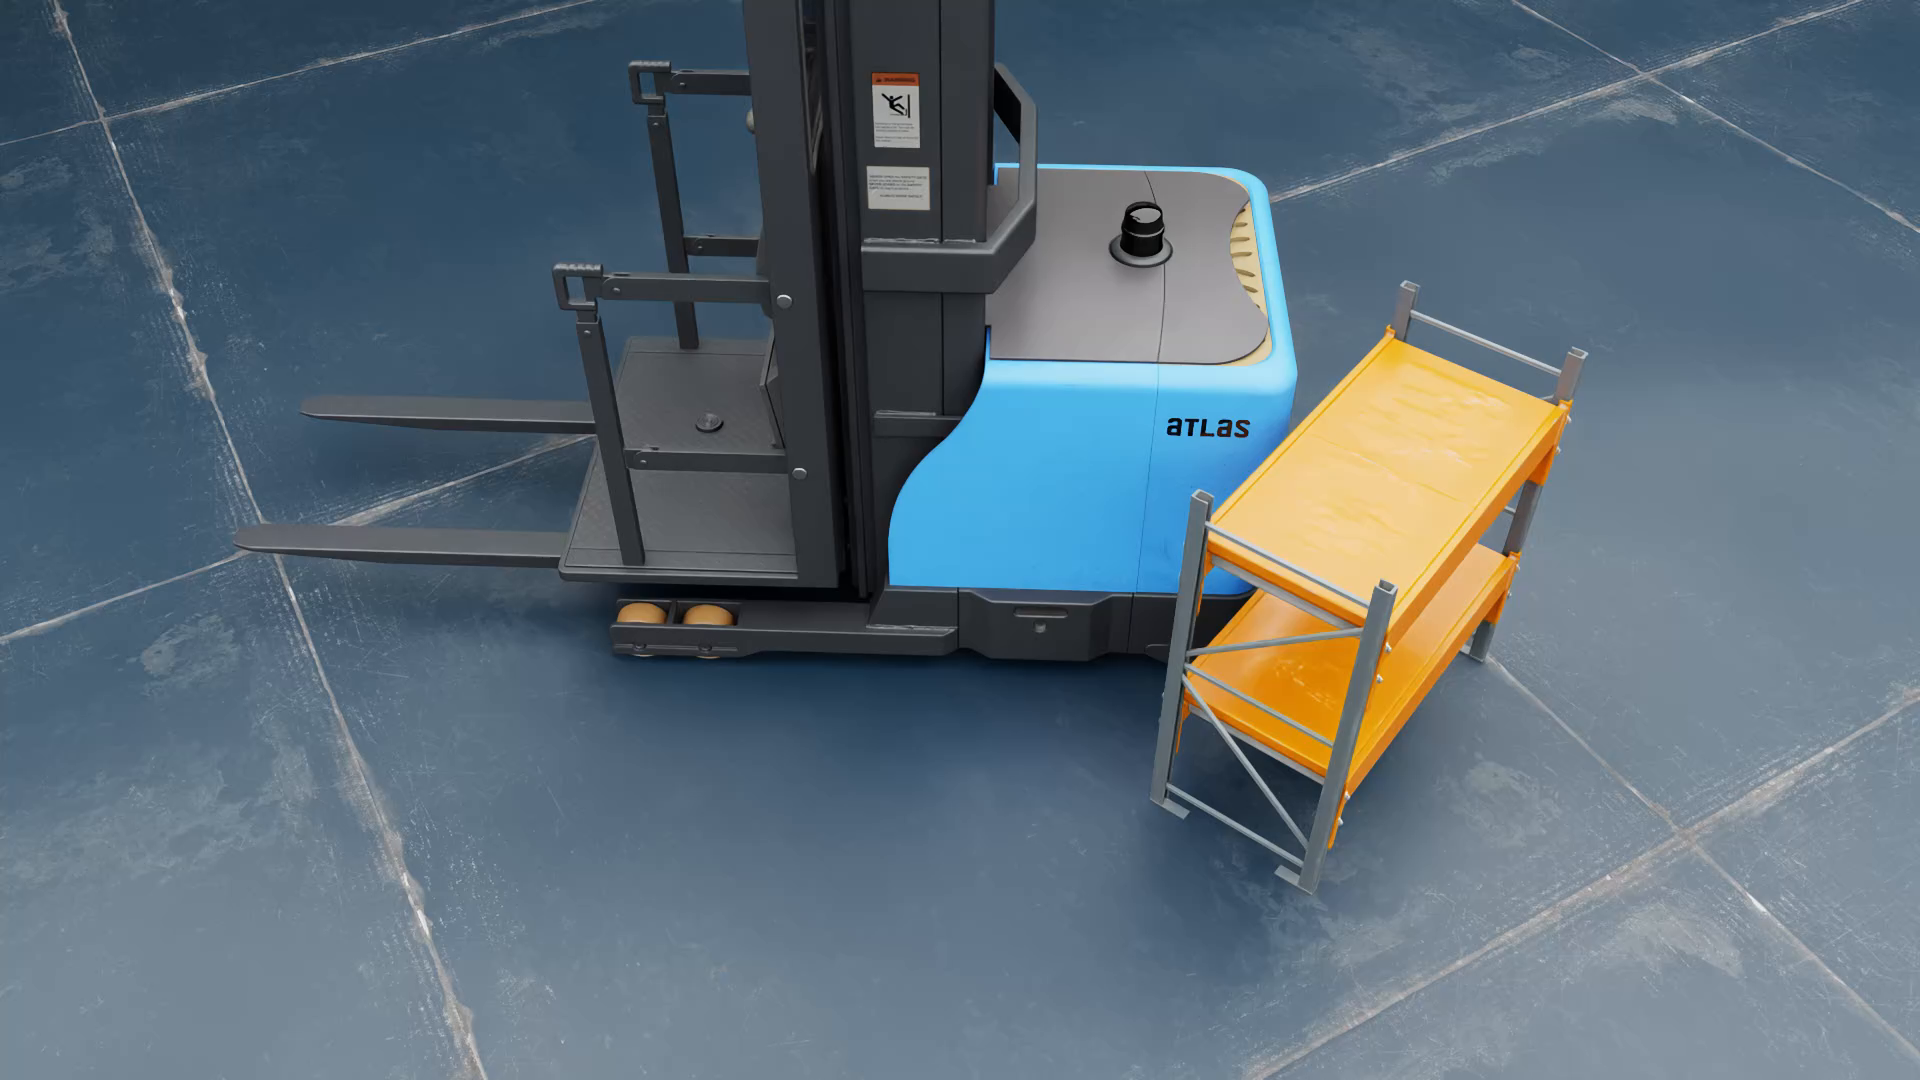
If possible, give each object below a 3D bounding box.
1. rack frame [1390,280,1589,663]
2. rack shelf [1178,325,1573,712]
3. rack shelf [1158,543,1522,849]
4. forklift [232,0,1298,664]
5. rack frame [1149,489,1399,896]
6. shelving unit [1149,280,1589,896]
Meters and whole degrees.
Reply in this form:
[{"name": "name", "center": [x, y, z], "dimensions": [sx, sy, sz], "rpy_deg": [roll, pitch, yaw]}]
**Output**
[{"name": "rack frame", "center": [1.345, -0.158, 4.603], "dimensions": [0.500, 1.125, 0.032], "rpy_deg": [28, 51, 26]}, {"name": "rack shelf", "center": [1.035, -0.088, 4.110], "dimensions": [0.538, 0.278, 1.000], "rpy_deg": [28, 51, 26]}, {"name": "rack shelf", "center": [1.033, 0.297, 4.485], "dimensions": [0.538, 0.278, 1.000], "rpy_deg": [28, 51, 26]}, {"name": "forklift", "center": [-0.630, -1.070, 4.248], "dimensions": [3.031, 2.935, 1.130], "rpy_deg": [2, 44, 2]}, {"name": "rack frame", "center": [0.723, 0.402, 4.026], "dimensions": [0.500, 1.125, 0.032], "rpy_deg": [28, 51, 26]}, {"name": "shelving unit", "center": [1.034, 0.122, 4.314], "dimensions": [0.538, 1.125, 1.048], "rpy_deg": [28, 51, 26]}]
